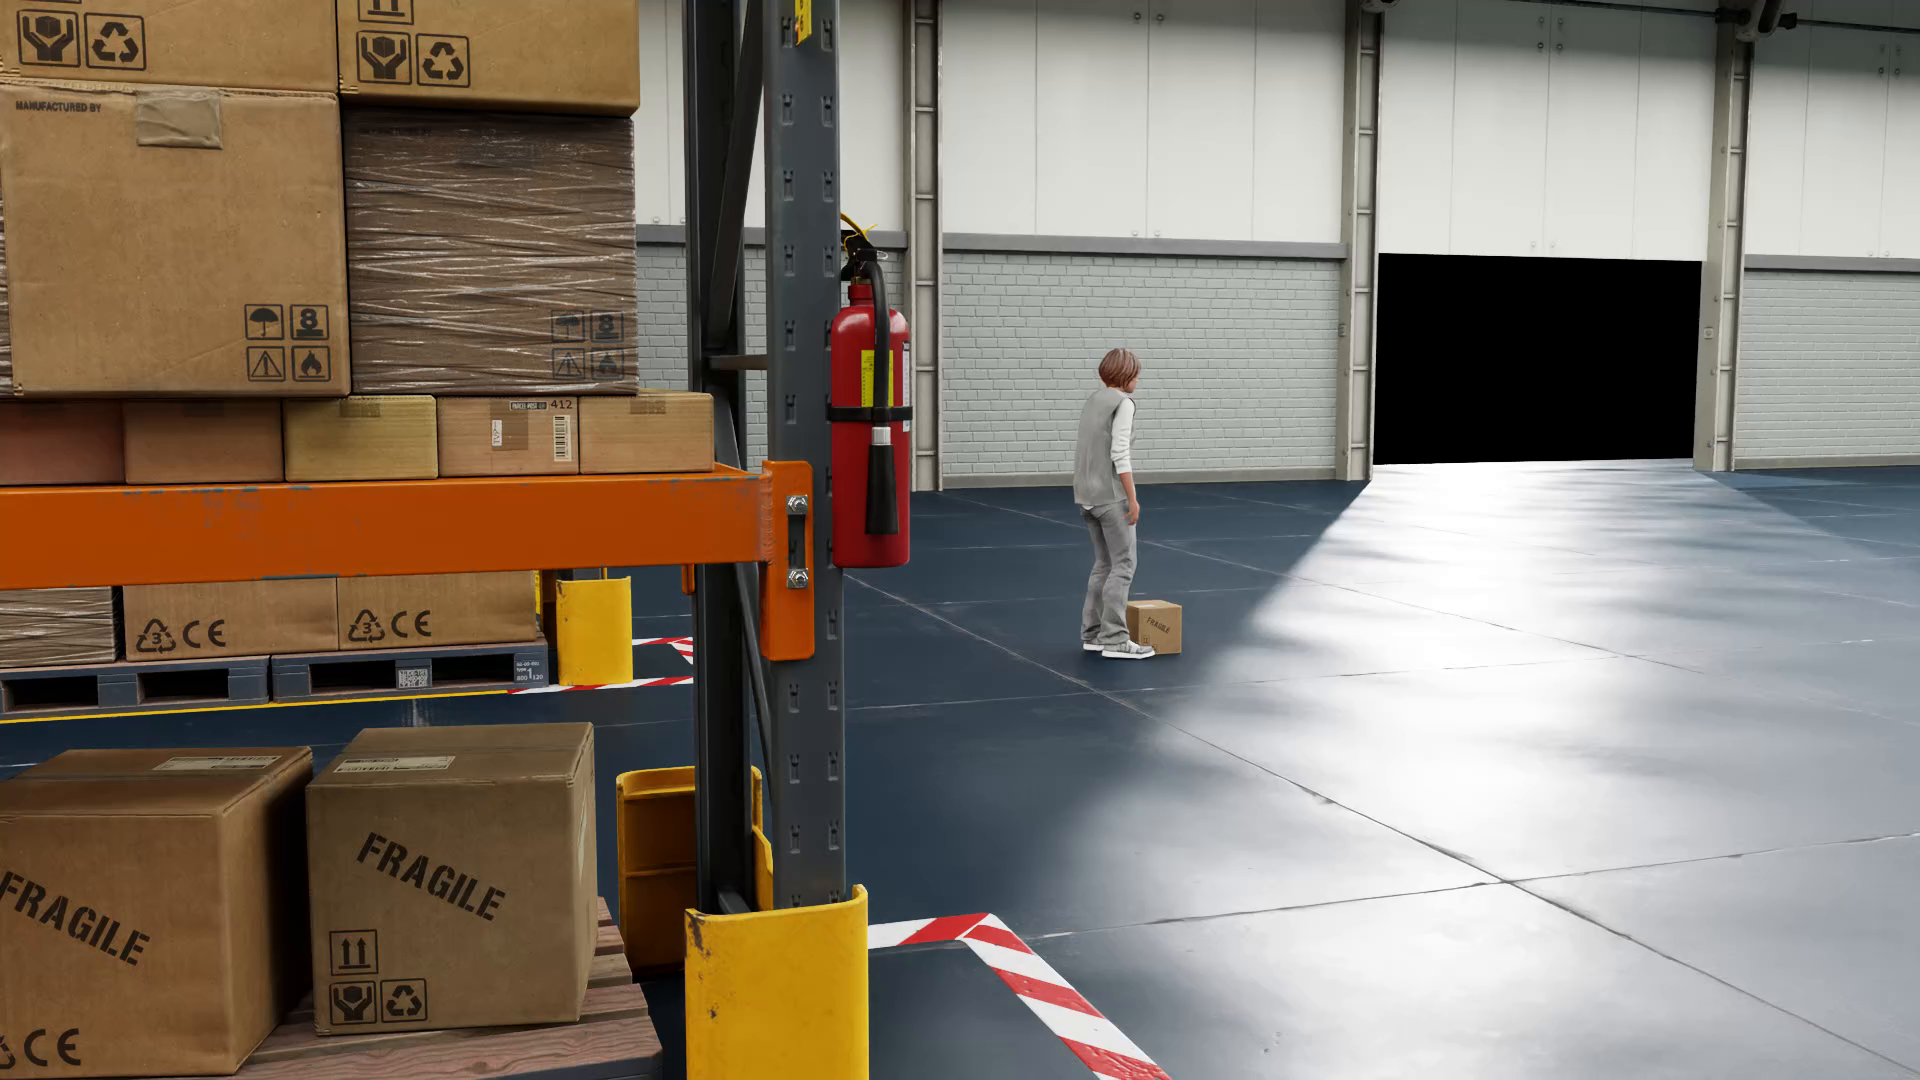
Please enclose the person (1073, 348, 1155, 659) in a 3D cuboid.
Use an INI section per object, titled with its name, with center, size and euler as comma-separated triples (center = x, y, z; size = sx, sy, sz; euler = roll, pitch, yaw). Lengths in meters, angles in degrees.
[person]
center = 0.780, -0.195, 8.644
size = 0.345, 1.591, 0.478
euler = -2, 6, -22
